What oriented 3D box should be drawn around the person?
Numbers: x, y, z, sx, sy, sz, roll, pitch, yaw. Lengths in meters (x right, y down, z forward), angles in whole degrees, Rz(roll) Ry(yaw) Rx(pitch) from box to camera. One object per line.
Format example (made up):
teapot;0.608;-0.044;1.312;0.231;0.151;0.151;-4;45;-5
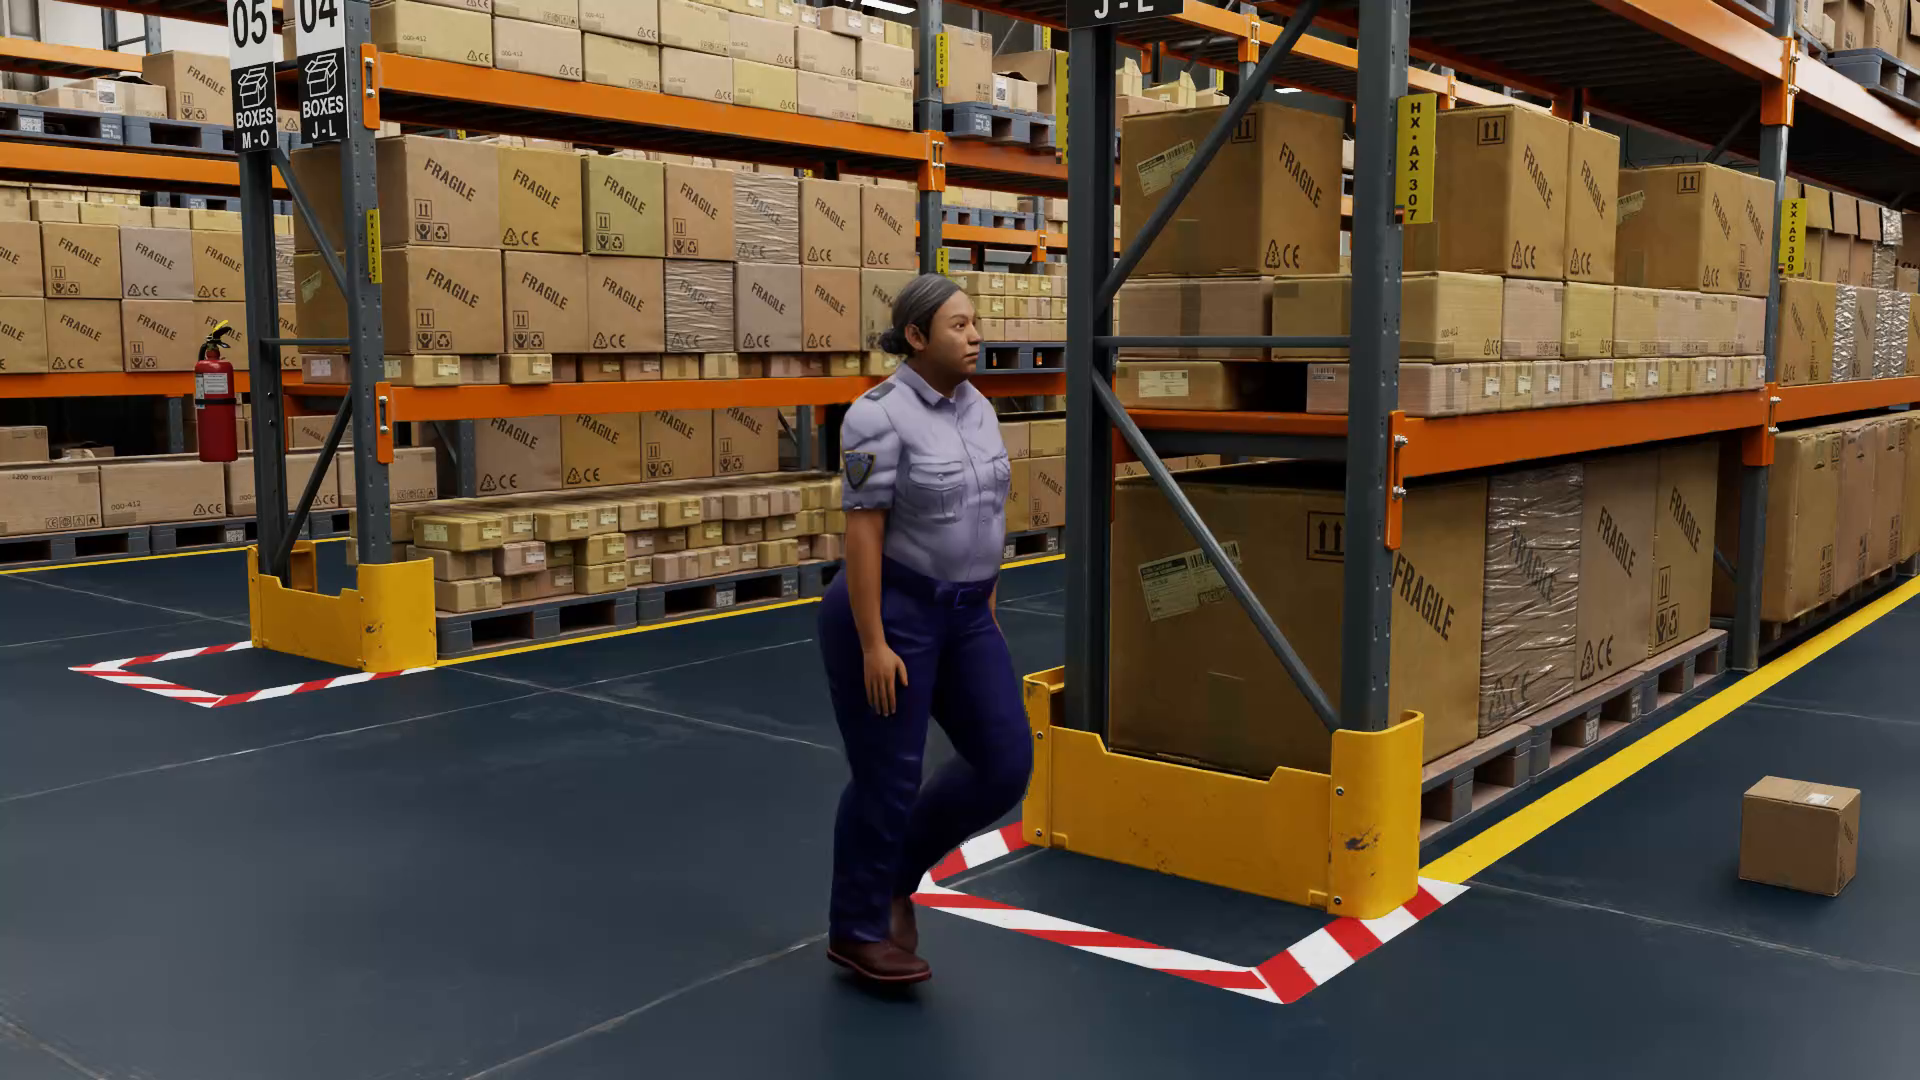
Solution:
person;-0.094;0.210;3.877;0.469;1.640;0.540;5;8;36
